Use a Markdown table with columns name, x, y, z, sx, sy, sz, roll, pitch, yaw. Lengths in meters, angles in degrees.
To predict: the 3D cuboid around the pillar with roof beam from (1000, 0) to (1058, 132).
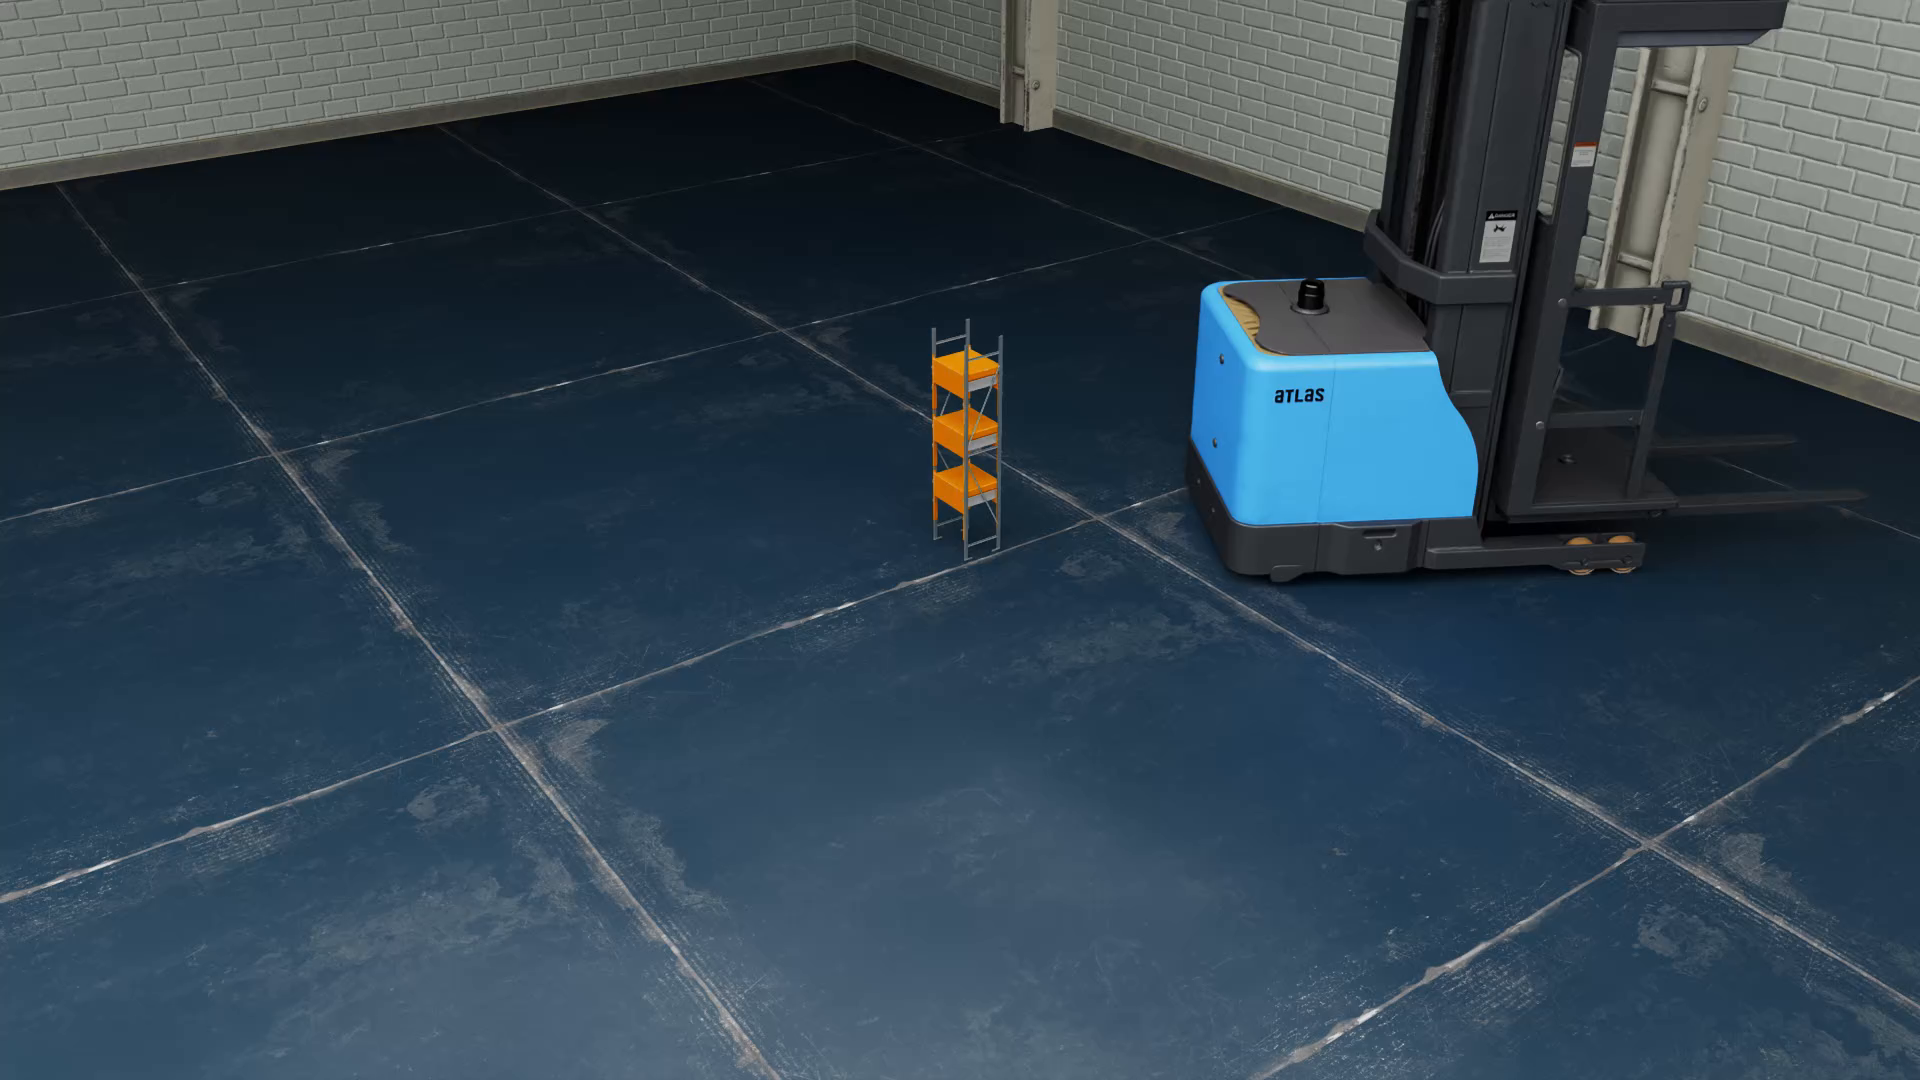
| name | x | y | z | sx | sy | sz | roll | pitch | yaw |
| --- | --- | --- | --- | --- | --- | --- | --- | --- | --- |
| pillar with roof beam | -2.925 | -6.357 | 10.026 | 9.100 | 9.000 | 0.400 | -19 | 34 | -31 |

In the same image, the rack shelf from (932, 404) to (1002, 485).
| name | x | y | z | sx | sy | sz | roll | pitch | yaw |
| --- | --- | --- | --- | --- | --- | --- | --- | --- | --- |
| rack shelf | 0.031 | -0.431 | 7.466 | 0.215 | 0.259 | 0.240 | -19 | 34 | -31 |

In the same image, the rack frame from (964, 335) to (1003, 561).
| name | x | y | z | sx | sy | sz | roll | pitch | yaw |
| --- | --- | --- | --- | --- | --- | --- | --- | --- | --- |
| rack frame | 0.102 | -0.393 | 7.374 | 0.200 | 1.050 | 0.008 | -19 | 34 | -31 |

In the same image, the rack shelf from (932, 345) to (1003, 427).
| name | x | y | z | sx | sy | sz | roll | pitch | yaw |
| --- | --- | --- | --- | --- | --- | --- | --- | --- | --- |
| rack shelf | 0.031 | -0.681 | 7.331 | 0.215 | 0.259 | 0.240 | -19 | 34 | -31 |

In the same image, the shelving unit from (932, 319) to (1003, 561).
| name | x | y | z | sx | sy | sz | roll | pitch | yaw |
| --- | --- | --- | --- | --- | --- | --- | --- | --- | --- |
| shelving unit | 0.031 | -0.441 | 7.461 | 0.215 | 1.050 | 0.252 | -19 | 34 | -31 |

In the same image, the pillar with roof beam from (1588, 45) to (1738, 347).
| name | x | y | z | sx | sy | sz | roll | pitch | yaw |
| --- | --- | --- | --- | --- | --- | --- | --- | --- | --- |
| pillar with roof beam | 0.556 | -4.024 | 5.731 | 9.100 | 9.000 | 0.400 | -19 | 34 | -31 |

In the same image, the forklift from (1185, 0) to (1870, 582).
| name | x | y | z | sx | sy | sz | roll | pitch | yaw |
| --- | --- | --- | --- | --- | --- | --- | --- | --- | --- |
| forklift | 2.648 | -1.381 | 7.221 | 3.031 | 2.935 | 1.130 | -3 | 29 | -5 |

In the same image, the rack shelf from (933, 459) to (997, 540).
| name | x | y | z | sx | sy | sz | roll | pitch | yaw |
| --- | --- | --- | --- | --- | --- | --- | --- | --- | --- |
| rack shelf | 0.031 | -0.187 | 7.599 | 0.215 | 0.259 | 0.240 | -19 | 34 | -31 |

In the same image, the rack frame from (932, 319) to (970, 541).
| name | x | y | z | sx | sy | sz | roll | pitch | yaw |
| --- | --- | --- | --- | --- | --- | --- | --- | --- | --- |
| rack frame | -0.040 | -0.488 | 7.548 | 0.200 | 1.050 | 0.008 | -19 | 34 | -31 |
